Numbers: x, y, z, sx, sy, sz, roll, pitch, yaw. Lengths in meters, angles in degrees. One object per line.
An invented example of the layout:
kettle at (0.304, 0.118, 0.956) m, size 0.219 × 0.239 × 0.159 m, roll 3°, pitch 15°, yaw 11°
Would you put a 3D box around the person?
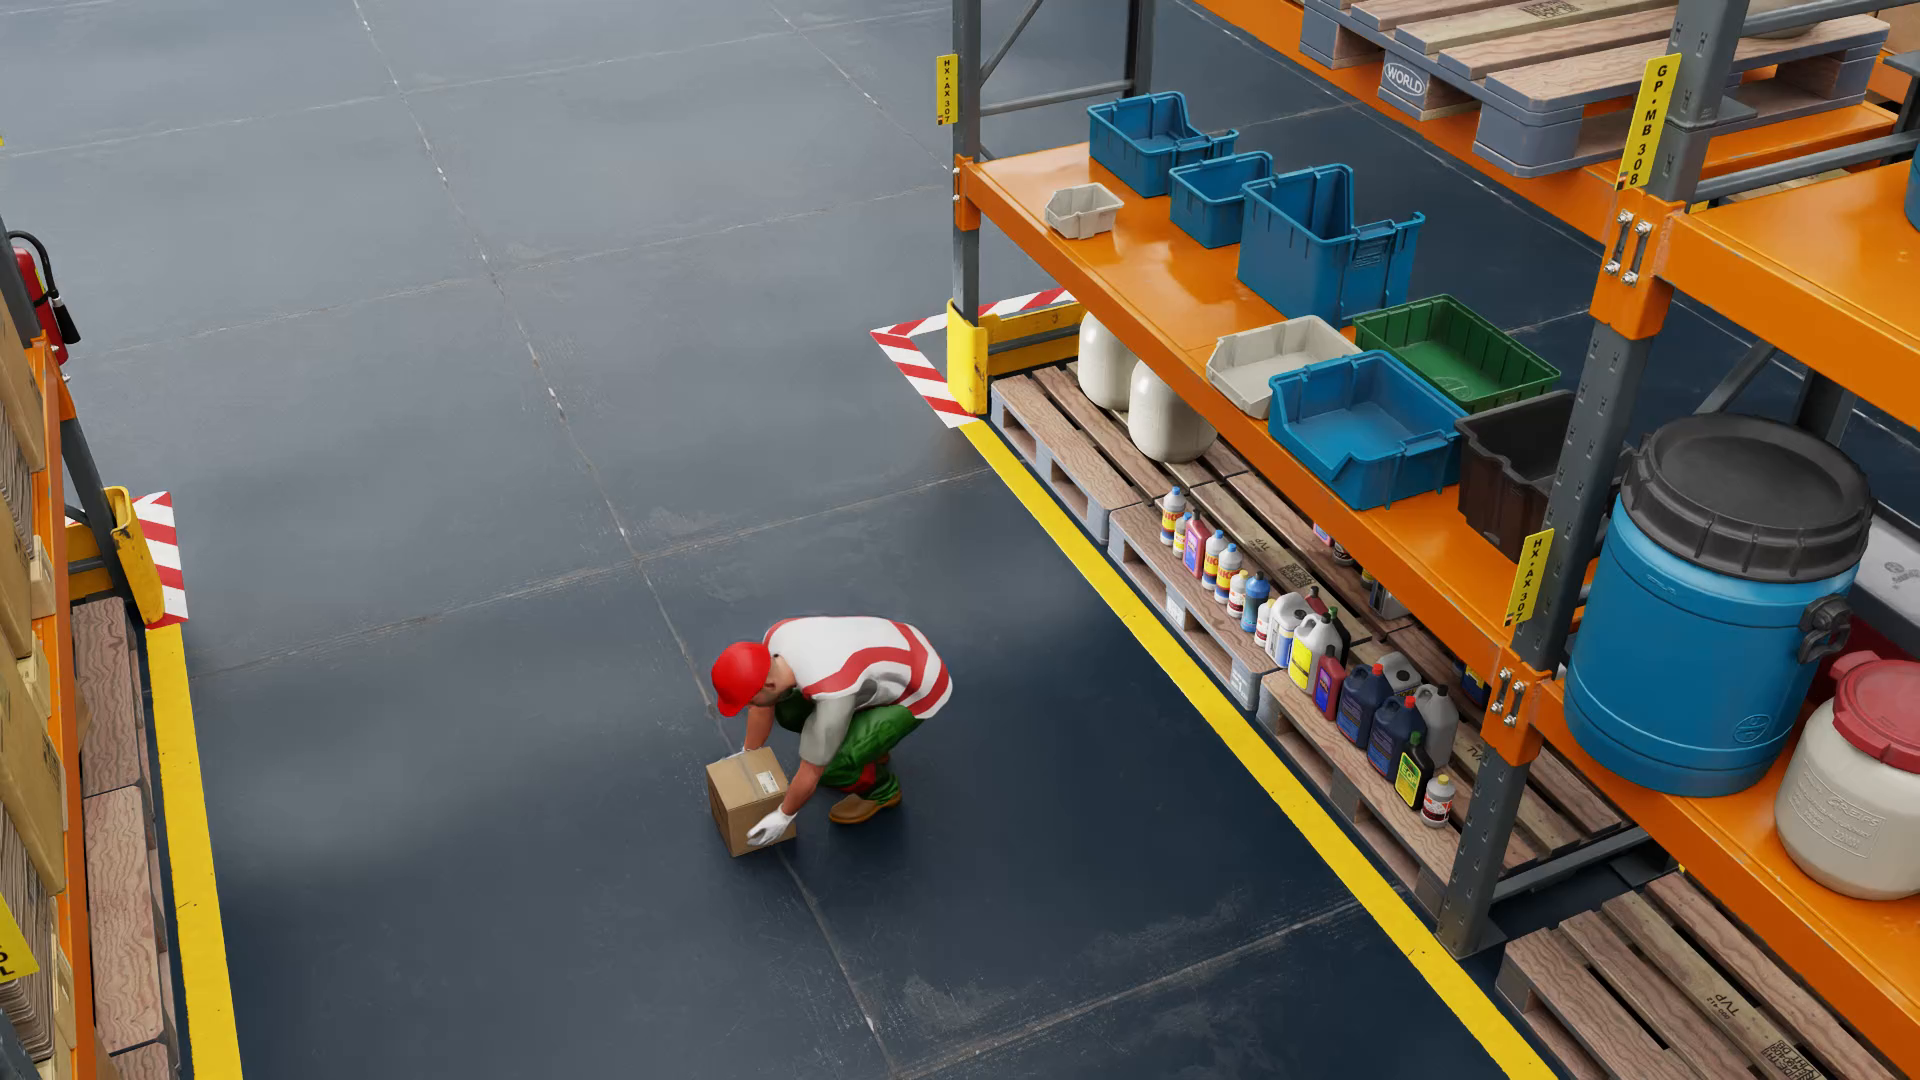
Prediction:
person at (-0.456, 0.622, 6.030) m, size 0.886 × 0.921 × 0.573 m, roll -16°, pitch 40°, yaw -20°
